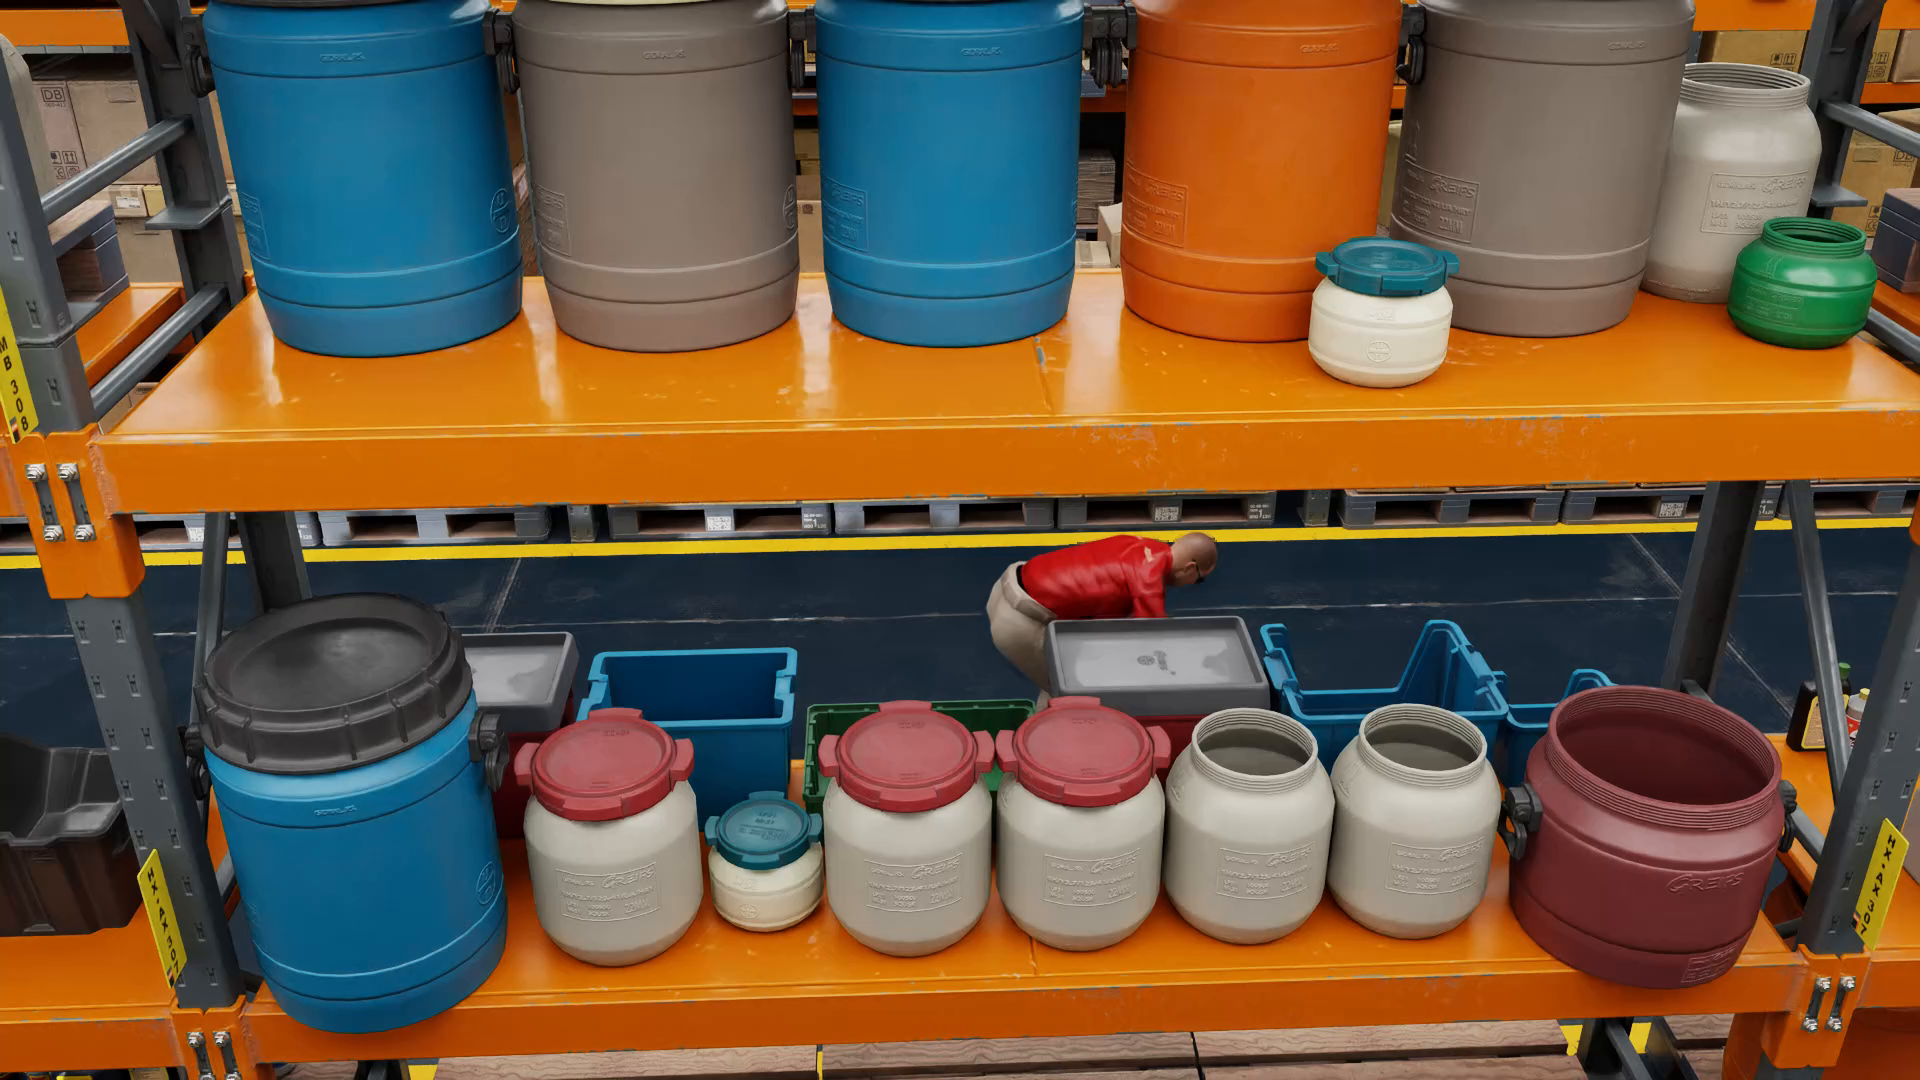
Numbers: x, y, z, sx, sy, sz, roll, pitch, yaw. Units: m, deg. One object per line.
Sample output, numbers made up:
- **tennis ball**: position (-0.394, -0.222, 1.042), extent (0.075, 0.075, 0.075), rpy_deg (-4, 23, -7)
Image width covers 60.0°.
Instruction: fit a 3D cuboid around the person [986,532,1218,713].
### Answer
- **person**: position (0.581, 0.489, 6.895), extent (0.942, 1.087, 0.515), rpy_deg (-3, 28, -5)
